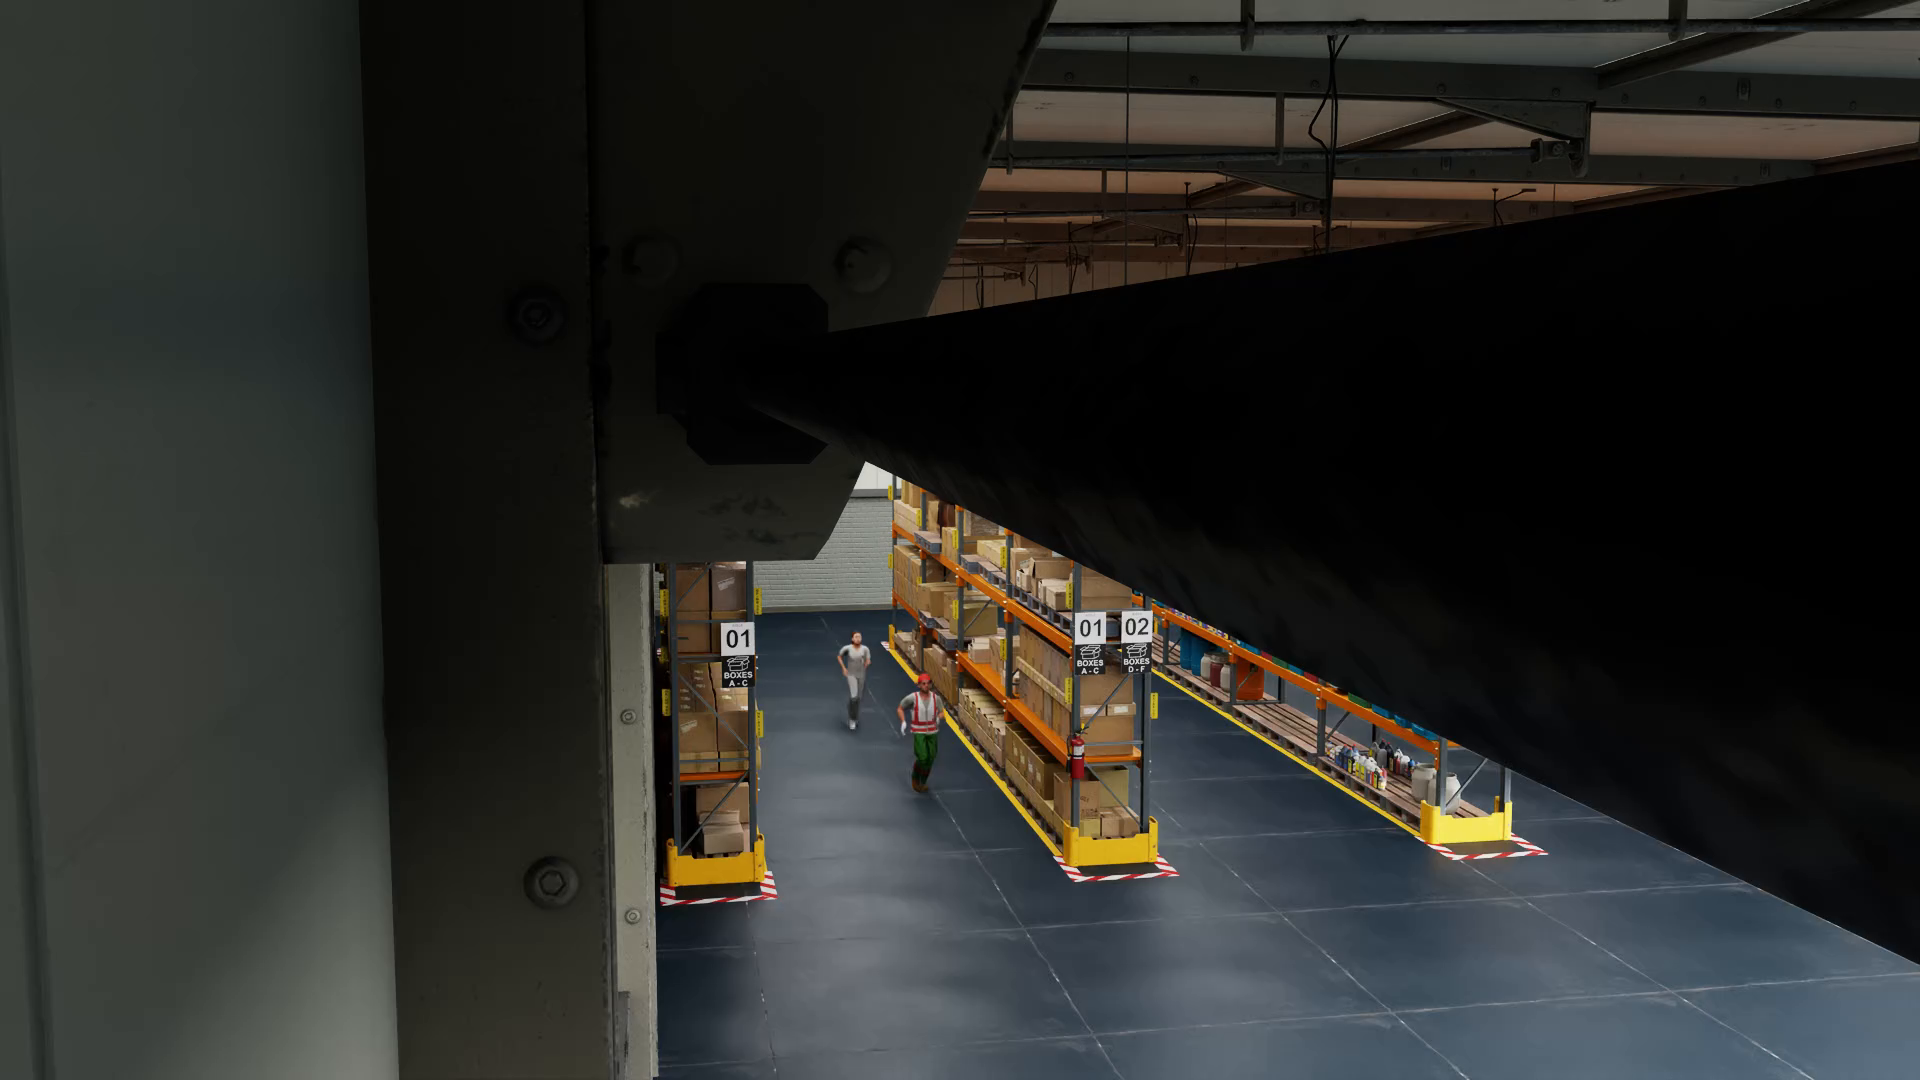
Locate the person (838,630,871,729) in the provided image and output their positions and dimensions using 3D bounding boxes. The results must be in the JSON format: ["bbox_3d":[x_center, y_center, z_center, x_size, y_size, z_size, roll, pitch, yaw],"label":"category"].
[{"bbox_3d":[-1.802,2.403,28.754,0.541,1.703,0.720,-2,7,-20],"label":"person"}]

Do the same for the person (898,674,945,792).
[{"bbox_3d":[-0.515,2.821,24.221,0.655,1.744,0.652,-2,7,-21],"label":"person"}]
